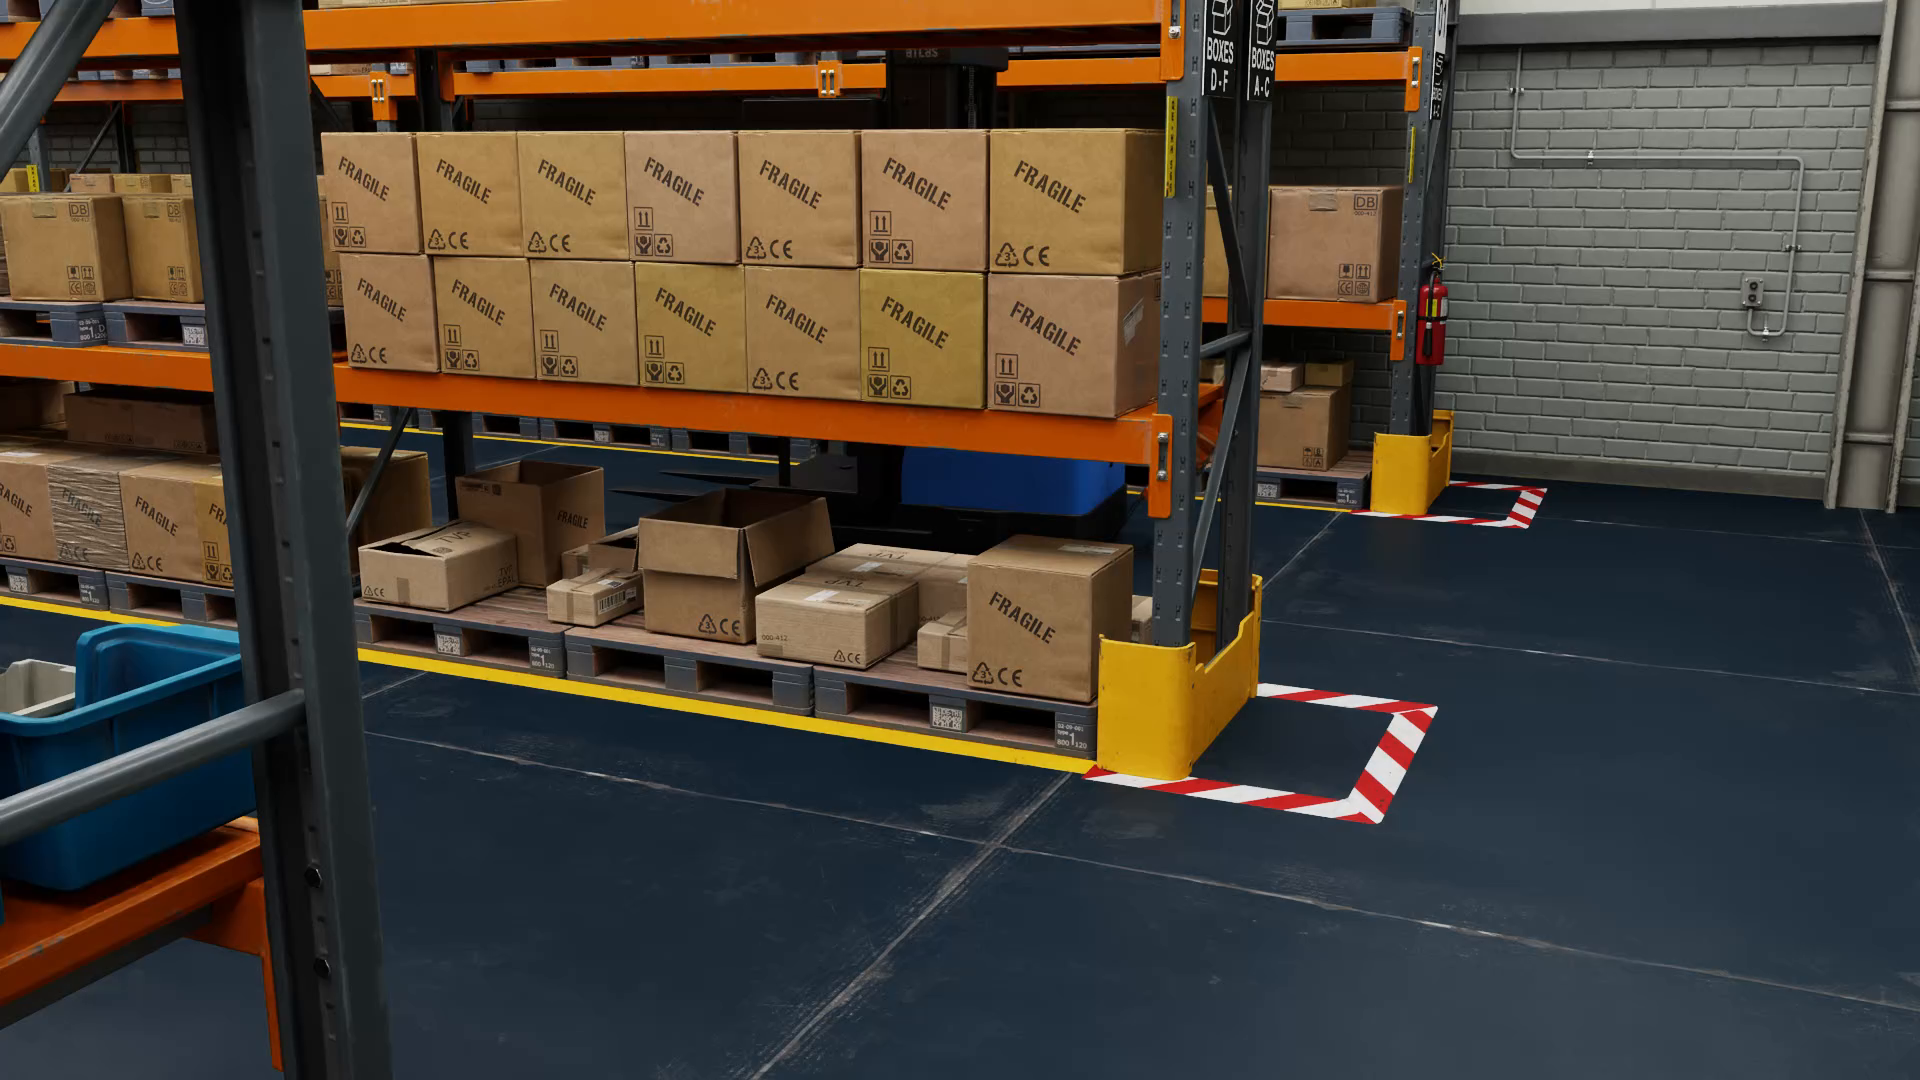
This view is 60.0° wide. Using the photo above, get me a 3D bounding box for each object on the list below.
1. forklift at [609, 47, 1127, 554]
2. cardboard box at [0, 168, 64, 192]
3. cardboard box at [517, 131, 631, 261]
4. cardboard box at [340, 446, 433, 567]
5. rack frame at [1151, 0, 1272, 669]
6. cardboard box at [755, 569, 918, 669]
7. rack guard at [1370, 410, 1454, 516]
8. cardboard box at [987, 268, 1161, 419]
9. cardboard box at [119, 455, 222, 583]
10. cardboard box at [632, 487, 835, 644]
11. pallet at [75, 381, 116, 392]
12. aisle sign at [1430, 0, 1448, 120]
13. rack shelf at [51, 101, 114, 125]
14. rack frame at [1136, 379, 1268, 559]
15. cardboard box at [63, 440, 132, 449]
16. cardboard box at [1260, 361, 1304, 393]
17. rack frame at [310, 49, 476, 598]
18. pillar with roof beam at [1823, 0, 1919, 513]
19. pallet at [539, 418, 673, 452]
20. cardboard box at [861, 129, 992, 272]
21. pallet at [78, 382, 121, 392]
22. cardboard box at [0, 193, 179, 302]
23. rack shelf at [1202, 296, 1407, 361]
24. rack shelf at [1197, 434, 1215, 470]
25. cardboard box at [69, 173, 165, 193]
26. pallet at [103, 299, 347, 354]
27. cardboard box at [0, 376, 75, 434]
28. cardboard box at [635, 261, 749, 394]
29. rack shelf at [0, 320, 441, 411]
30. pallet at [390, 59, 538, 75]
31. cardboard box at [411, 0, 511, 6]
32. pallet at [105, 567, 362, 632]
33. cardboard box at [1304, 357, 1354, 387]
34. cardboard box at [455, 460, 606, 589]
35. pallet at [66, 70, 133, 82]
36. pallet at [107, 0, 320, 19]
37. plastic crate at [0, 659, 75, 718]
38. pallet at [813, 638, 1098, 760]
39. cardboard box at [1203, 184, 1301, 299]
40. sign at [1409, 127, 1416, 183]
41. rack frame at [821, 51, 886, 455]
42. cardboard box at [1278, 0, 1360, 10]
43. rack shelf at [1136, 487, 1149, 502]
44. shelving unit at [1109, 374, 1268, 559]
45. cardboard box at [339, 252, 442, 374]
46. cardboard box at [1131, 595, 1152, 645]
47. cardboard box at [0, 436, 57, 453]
[{"bbox_3d":[-0.588,-1.473,9.618,3.031,2.935,1.130,5,14,19],"label":"forklift"},{"bbox_3d":[-8.575,-3.139,15.208,0.500,0.500,0.500,6,14,23],"label":"cardboard box"},{"bbox_3d":[-1.448,-1.420,6.834,0.500,0.500,0.500,5,14,22],"label":"cardboard box"},{"bbox_3d":[-3.050,-0.175,8.445,0.500,0.500,0.500,5,14,21],"label":"cardboard box"},{"bbox_3d":[0.951,-0.712,6.225,0.127,3.000,1.000,6,14,23],"label":"rack frame"},{"bbox_3d":[-0.503,0.319,6.885,0.500,0.250,0.500,6,14,23],"label":"cardboard box"},{"bbox_3d":[2.976,-0.528,10.912,0.348,0.500,1.175,6,14,23],"label":"rack guard"},{"bbox_3d":[0.431,-0.746,6.148,0.500,0.500,0.500,6,15,25],"label":"cardboard box"},{"bbox_3d":[-3.722,-0.113,8.179,0.500,0.500,0.500,6,14,23],"label":"cardboard box"},{"bbox_3d":[-0.987,0.091,7.301,0.637,0.503,0.797,6,14,23],"label":"cardboard box"},{"bbox_3d":[-8.646,-1.555,15.919,1.213,0.211,1.003,6,14,23],"label":"pallet"},{"bbox_3d":[2.898,-2.944,10.043,0.004,0.787,0.394,6,14,23],"label":"aisle sign"},{"bbox_3d":[-9.847,-4.153,15.896,4.000,0.370,1.077,6,14,23],"label":"rack shelf"},{"bbox_3d":[1.332,-0.389,9.190,0.006,1.200,0.240,37,22,9],"label":"rack frame"},{"bbox_3d":[-4.458,-0.317,9.049,0.500,0.500,0.500,5,14,21],"label":"cardboard box"},{"bbox_3d":[2.082,-1.068,10.875,0.250,0.149,0.380,6,14,23],"label":"cardboard box"},{"bbox_3d":[-2.707,-1.083,7.802,0.127,3.000,1.000,6,14,23],"label":"rack frame"},{"bbox_3d":[4.029,-3.700,5.824,0.400,9.000,9.100,6,14,23],"label":"pillar with roof beam"},{"bbox_3d":[-2.559,-0.928,13.248,1.213,0.211,1.003,6,14,23],"label":"pallet"},{"bbox_3d":[-0.030,-1.278,6.228,0.500,0.500,0.500,6,15,25],"label":"cardboard box"},{"bbox_3d":[-7.306,-1.428,15.380,1.213,0.211,1.003,6,14,23],"label":"pallet"},{"bbox_3d":[-4.347,-1.486,8.384,0.500,0.500,0.700,2,13,9],"label":"cardboard box"},{"bbox_3d":[1.125,-1.582,11.506,4.000,0.370,1.077,6,14,23],"label":"rack shelf"},{"bbox_3d":[1.298,-0.502,9.176,0.180,0.103,0.258,37,22,9],"label":"rack shelf"},{"bbox_3d":[-7.566,-3.066,15.075,0.500,0.500,0.700,6,14,23],"label":"cardboard box"},{"bbox_3d":[-3.393,-1.086,8.236,1.213,0.211,1.003,6,14,23],"label":"pallet"},{"bbox_3d":[-5.360,-0.773,9.351,0.500,0.250,0.500,6,15,25],"label":"cardboard box"},{"bbox_3d":[-0.960,-0.887,6.750,0.500,0.500,0.500,6,14,22],"label":"cardboard box"},{"bbox_3d":[-4.535,-0.917,8.673,4.000,0.370,1.077,6,14,23],"label":"rack shelf"},{"bbox_3d":[-3.751,-3.808,13.262,1.003,0.211,1.213,7,15,26],"label":"pallet"},{"bbox_3d":[-1.907,-2.326,6.864,0.500,0.250,0.500,6,14,23],"label":"cardboard box"},{"bbox_3d":[-3.466,0.208,8.408,1.213,0.211,1.003,6,14,23],"label":"pallet"},{"bbox_3d":[2.468,-1.125,11.115,0.250,0.149,0.380,6,14,24],"label":"cardboard box"},{"bbox_3d":[-2.071,-0.086,8.065,0.500,0.500,0.500,6,14,23],"label":"cardboard box"},{"bbox_3d":[-7.497,-4.147,14.708,1.003,0.211,1.213,6,14,23],"label":"pallet"},{"bbox_3d":[-3.274,-2.526,7.801,1.003,0.211,1.213,6,14,23],"label":"pallet"},{"bbox_3d":[-1.411,0.282,2.431,0.298,0.136,0.250,6,14,23],"label":"plastic crate"},{"bbox_3d":[0.152,0.565,6.887,1.213,0.211,1.003,6,14,23],"label":"pallet"},{"bbox_3d":[1.814,-2.004,11.071,0.700,0.700,0.980,6,14,23],"label":"cardboard box"},{"bbox_3d":[2.721,-2.314,9.999,0.005,0.325,0.100,6,14,23],"label":"sign"},{"bbox_3d":[-0.704,-2.118,12.213,0.127,3.000,1.000,6,14,23],"label":"rack frame"},{"bbox_3d":[2.177,-3.400,10.303,0.500,0.250,0.500,6,15,25],"label":"cardboard box"},{"bbox_3d":[1.114,-0.223,9.309,0.180,0.103,0.258,37,22,9],"label":"rack shelf"},{"bbox_3d":[1.260,-0.444,9.204,0.189,1.200,0.258,37,22,9],"label":"shelving unit"},{"bbox_3d":[-2.351,-1.027,7.347,0.500,0.500,0.500,6,15,25],"label":"cardboard box"},{"bbox_3d":[0.707,0.351,6.971,0.250,0.149,0.380,6,14,23],"label":"cardboard box"},{"bbox_3d":[-5.126,-0.253,8.777,0.500,0.500,0.500,6,14,22],"label":"cardboard box"}]
